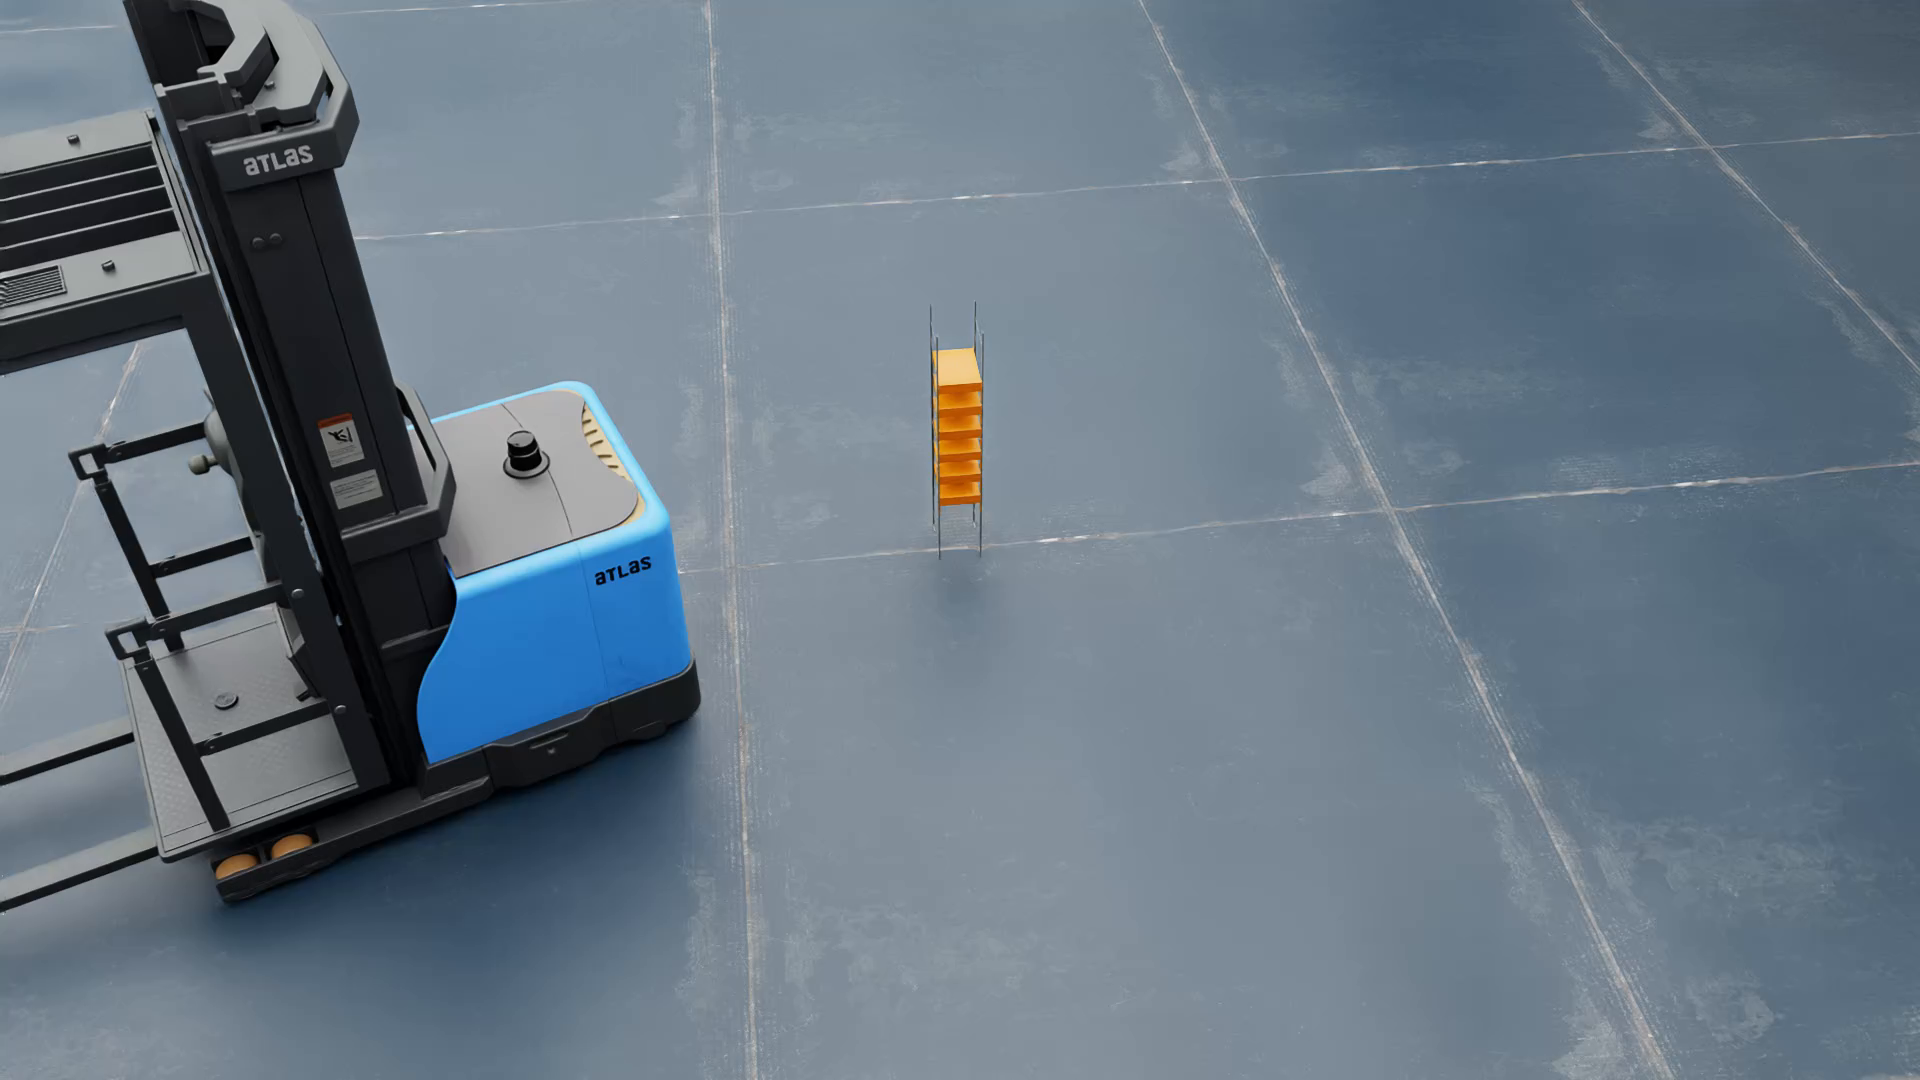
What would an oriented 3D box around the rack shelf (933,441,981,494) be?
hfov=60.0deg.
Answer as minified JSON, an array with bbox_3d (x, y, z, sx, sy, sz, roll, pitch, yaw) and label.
[{"bbox_3d":[-0.014,-0.322,7.172,0.180,0.103,0.258,-5,42,-6],"label":"rack shelf"}]

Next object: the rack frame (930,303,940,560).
[{"bbox_3d":[-0.105,-0.436,7.053,0.006,1.200,0.240,-5,42,-6],"label":"rack frame"}]

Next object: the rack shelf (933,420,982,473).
[{"bbox_3d":[-0.014,-0.411,7.092,0.180,0.103,0.258,-5,42,-6],"label":"rack shelf"}]

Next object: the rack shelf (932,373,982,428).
[{"bbox_3d":[-0.014,-0.589,6.931,0.180,0.103,0.258,-5,42,-6],"label":"rack shelf"}]

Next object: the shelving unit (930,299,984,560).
[{"bbox_3d":[-0.014,-0.444,7.062,0.189,1.200,0.258,-5,42,-6],"label":"shelving unit"}]

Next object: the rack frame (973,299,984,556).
[{"bbox_3d":[0.076,-0.452,7.071,0.006,1.200,0.240,-5,42,-6],"label":"rack frame"}]

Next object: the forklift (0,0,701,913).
[{"bbox_3d":[-2.582,-0.195,5.493,3.031,2.935,1.130,-20,46,-20],"label":"forklift"}]

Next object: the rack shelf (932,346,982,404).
[{"bbox_3d":[-0.014,-0.679,6.851,0.180,0.103,0.258,-5,42,-6],"label":"rack shelf"}]

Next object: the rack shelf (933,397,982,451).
[{"bbox_3d":[-0.014,-0.500,7.011,0.180,0.103,0.258,-5,42,-6],"label":"rack shelf"}]

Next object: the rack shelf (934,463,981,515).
[{"bbox_3d":[-0.014,-0.233,7.252,0.180,0.103,0.258,-5,42,-6],"label":"rack shelf"}]
